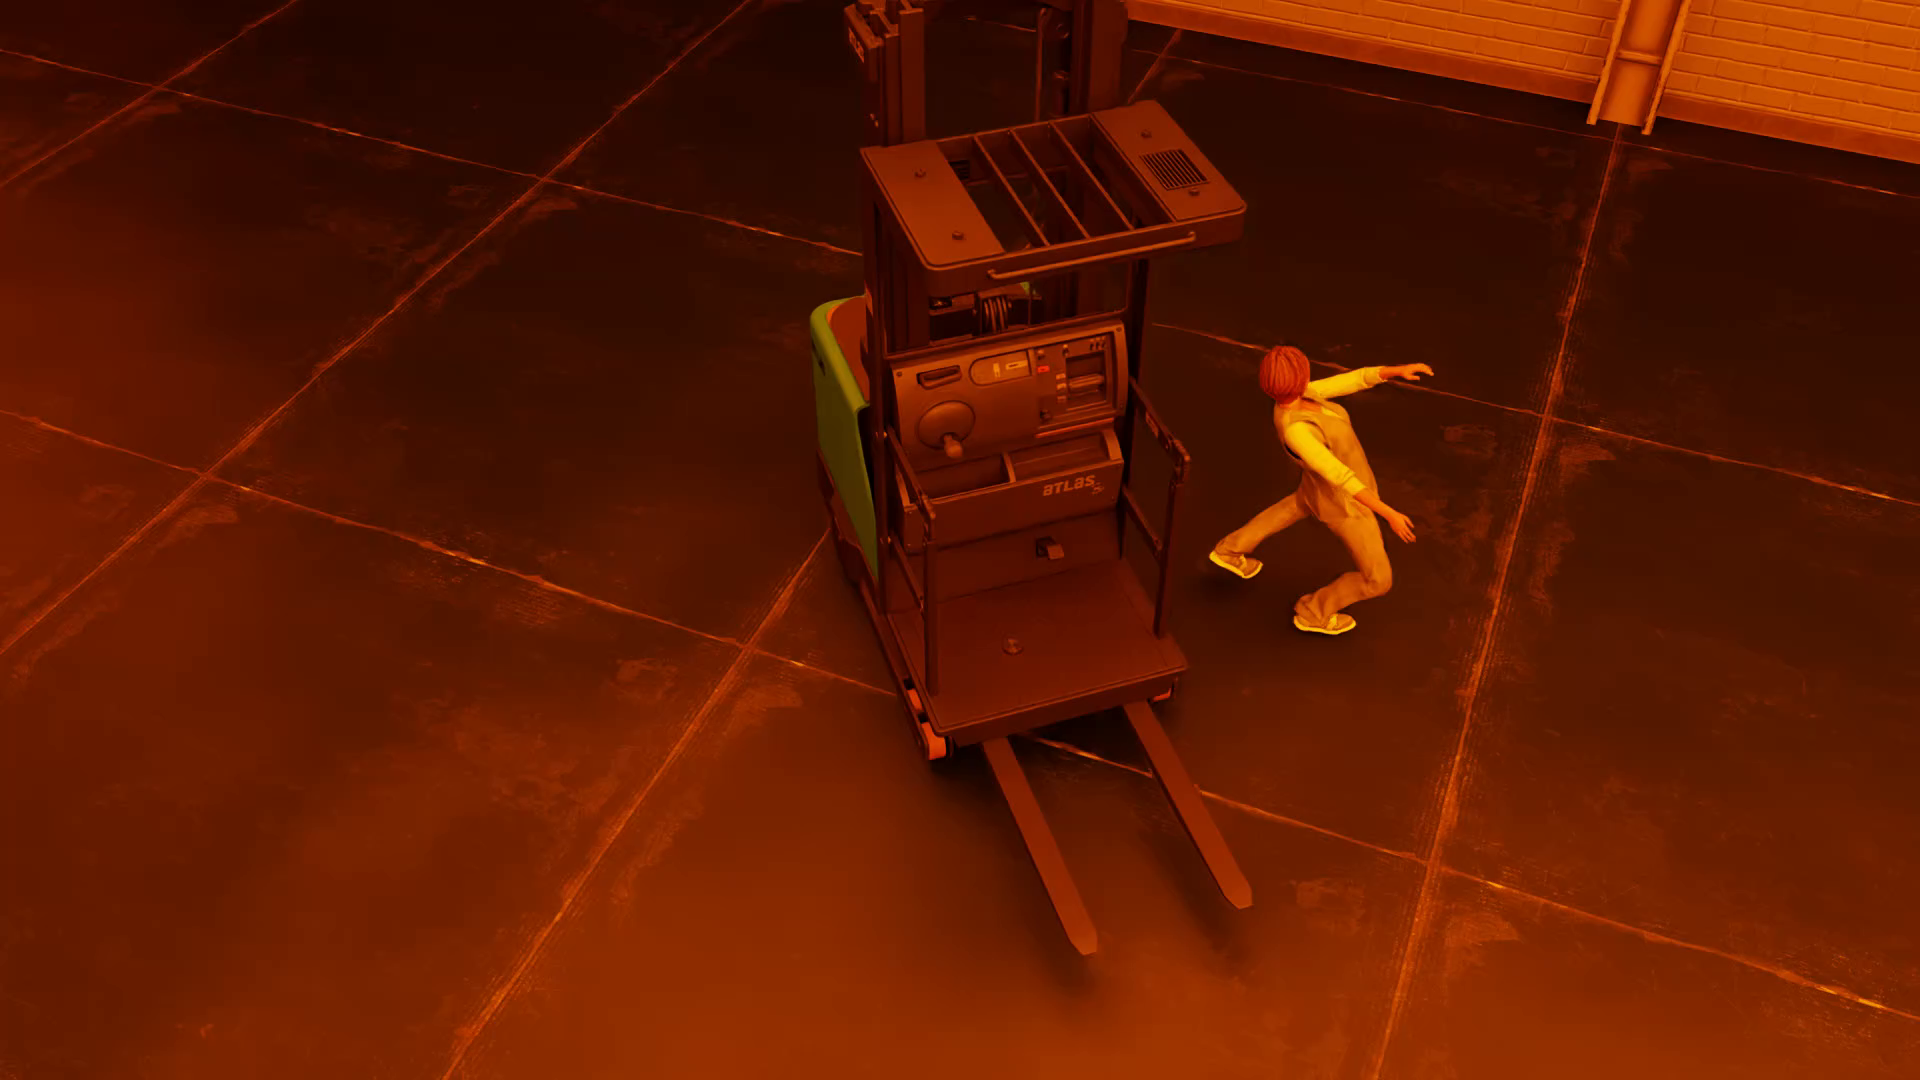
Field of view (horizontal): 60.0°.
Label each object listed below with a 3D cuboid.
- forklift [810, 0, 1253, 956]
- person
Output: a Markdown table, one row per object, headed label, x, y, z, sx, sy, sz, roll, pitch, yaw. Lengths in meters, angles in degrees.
| label | x | y | z | sx | sy | sz | roll | pitch | yaw |
| --- | --- | --- | --- | --- | --- | --- | --- | --- | --- |
| forklift | 0.270 | -0.482 | 6.186 | 1.130 | 2.935 | 3.031 | -13 | 45 | -13 |
| person | 1.541 | -0.111 | 6.906 | 0.676 | 1.347 | 0.895 | -10 | 44 | -10 |
